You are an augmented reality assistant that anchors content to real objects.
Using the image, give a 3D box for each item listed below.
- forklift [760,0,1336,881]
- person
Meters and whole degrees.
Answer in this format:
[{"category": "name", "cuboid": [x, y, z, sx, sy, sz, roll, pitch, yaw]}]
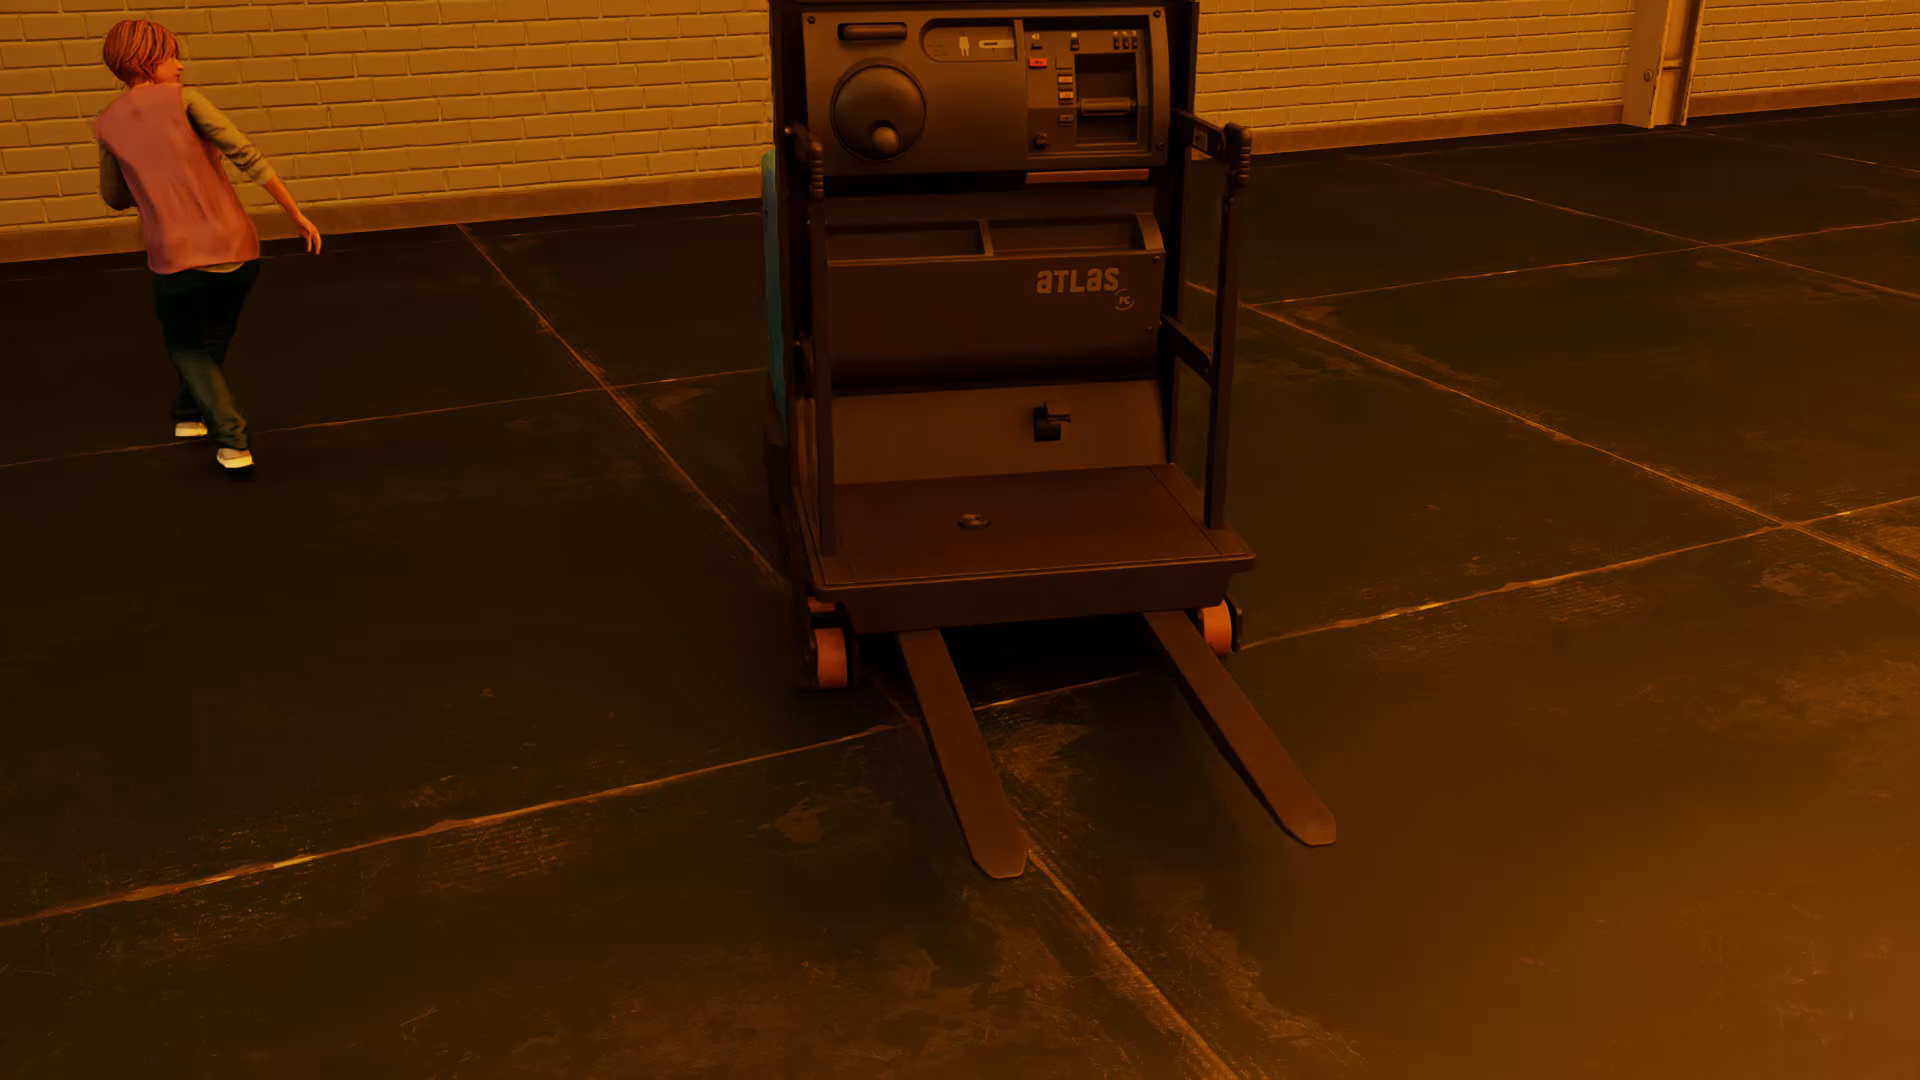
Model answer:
[{"category": "forklift", "cuboid": [0.112, -1.123, 3.990, 1.130, 2.935, 3.031, -4, 23, -10]}, {"category": "person", "cuboid": [-2.516, -0.998, 5.633, 0.656, 1.466, 0.744, -9, 24, -20]}]
